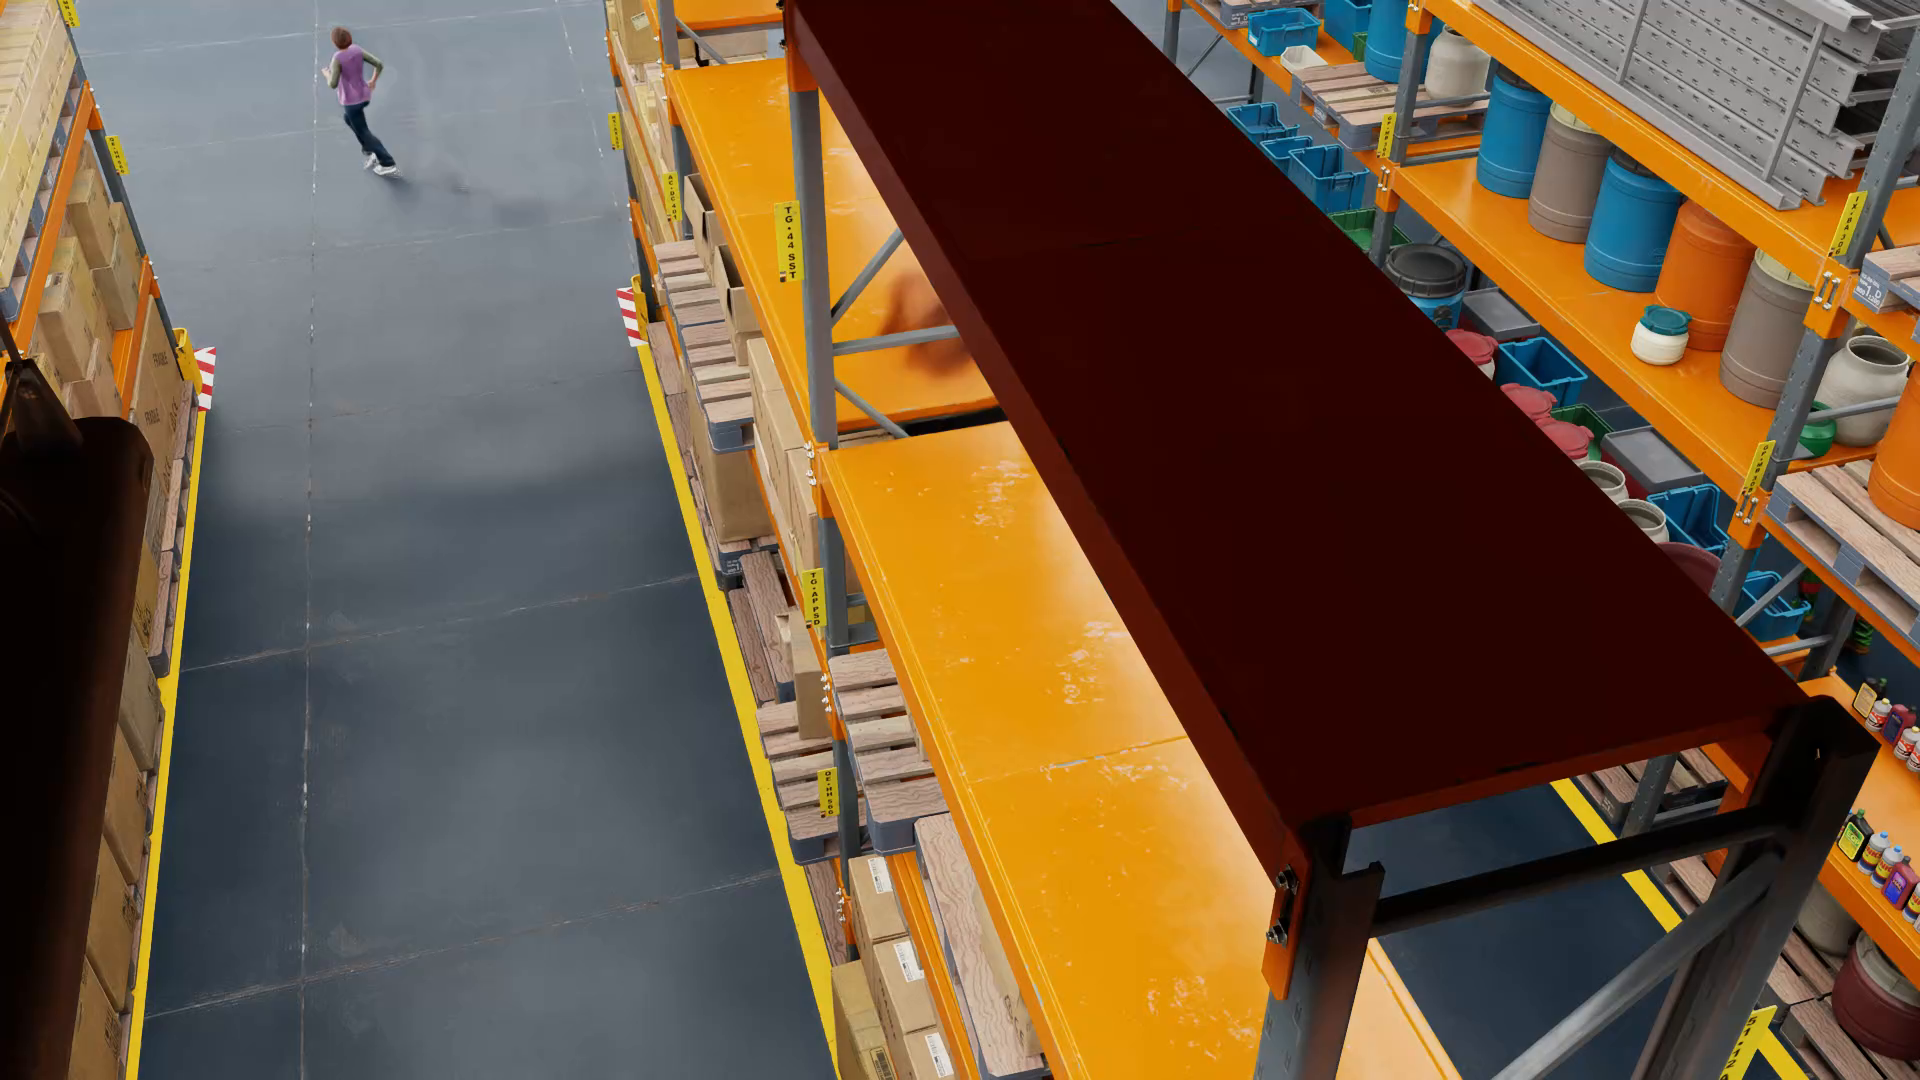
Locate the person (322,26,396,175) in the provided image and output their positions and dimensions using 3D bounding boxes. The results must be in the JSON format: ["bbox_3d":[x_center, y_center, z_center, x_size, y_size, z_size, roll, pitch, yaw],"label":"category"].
[{"bbox_3d":[-6.273,-4.556,17.289,0.691,1.625,0.504,13,40,15],"label":"person"}]

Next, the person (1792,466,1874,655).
[{"bbox_3d":[6.198,-0.028,11.442,0.633,1.839,0.777,-13,40,-16],"label":"person"}]
